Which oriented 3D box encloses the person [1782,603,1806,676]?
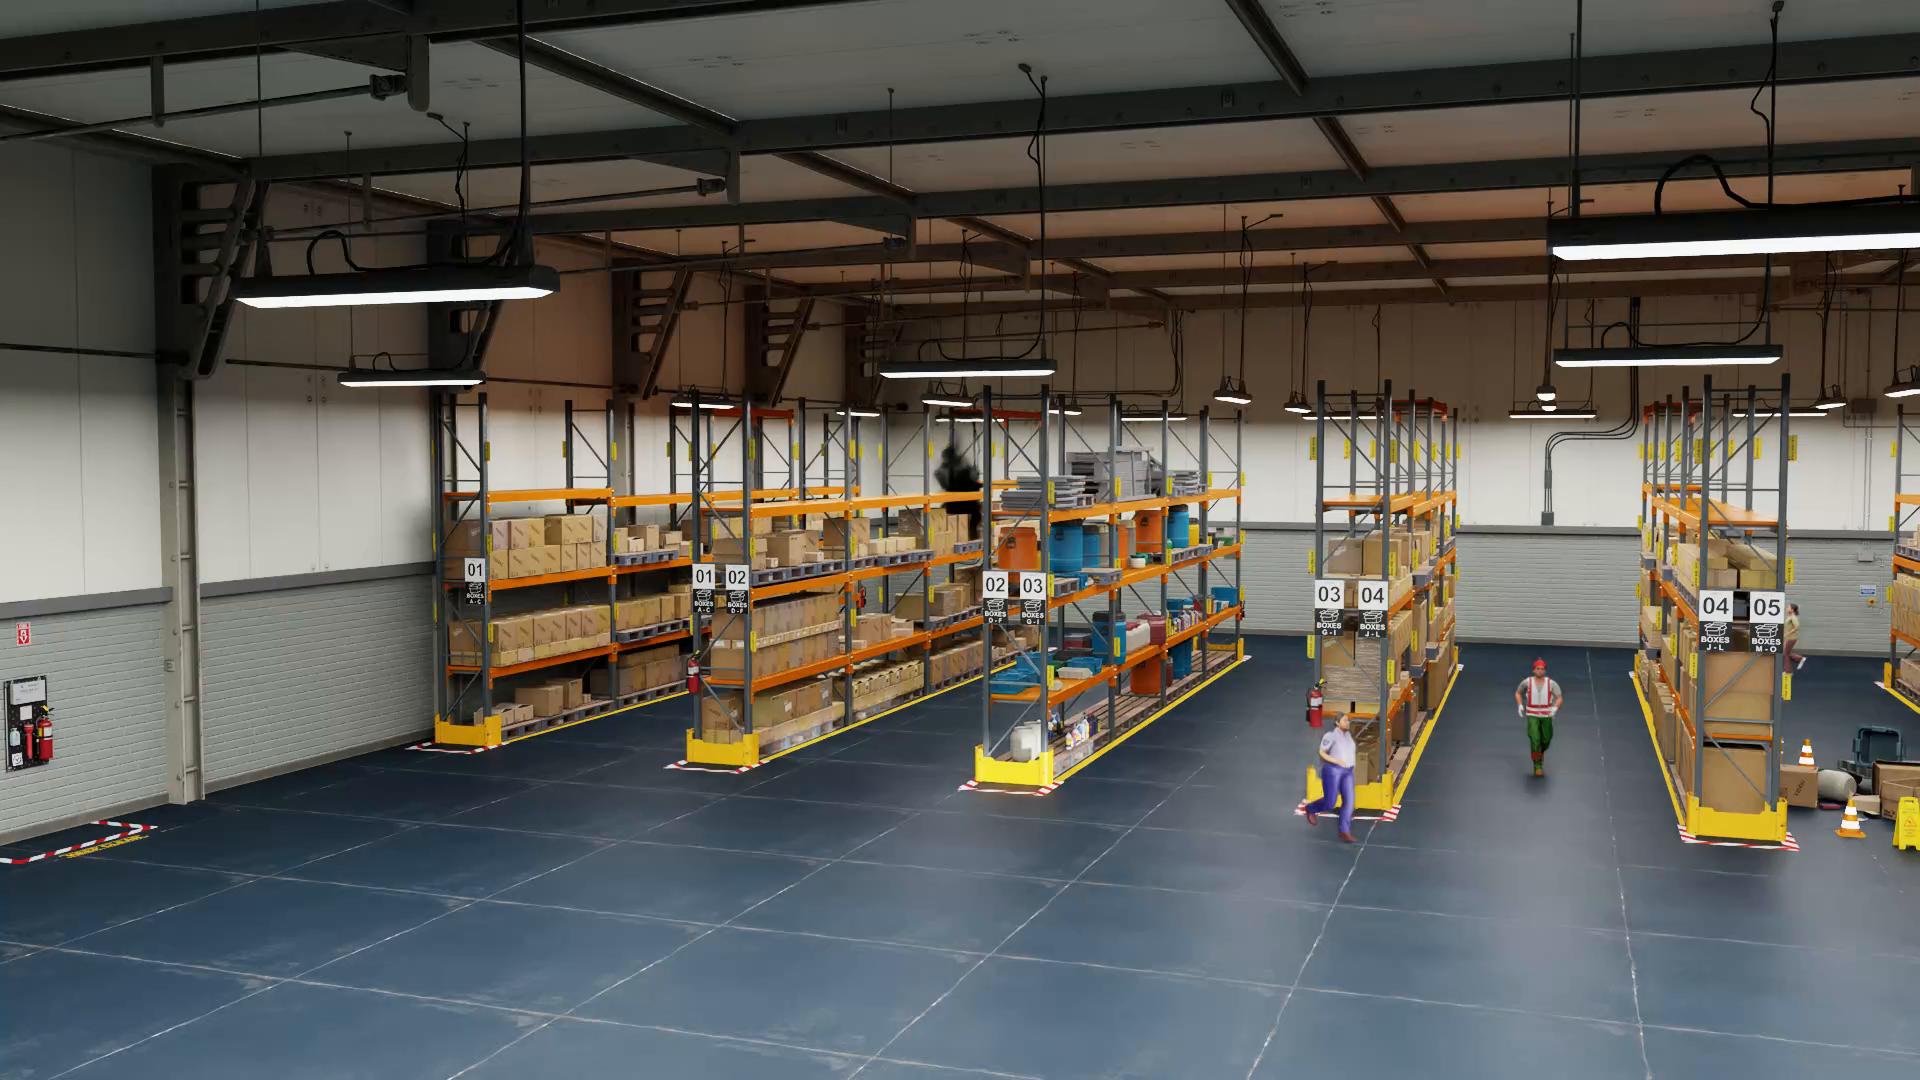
[{"bbox_3d":[18.583,2.222,37.091,0.565,1.627,0.592,1,3,20],"label":"person"}]

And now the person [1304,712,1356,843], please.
[{"bbox_3d":[4.915,3.059,21.628,0.615,1.626,0.874,-2,4,-31],"label":"person"}]

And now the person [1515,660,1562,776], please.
[{"bbox_3d":[8.991,2.739,25.841,0.688,1.763,0.880,1,3,14],"label":"person"}]
